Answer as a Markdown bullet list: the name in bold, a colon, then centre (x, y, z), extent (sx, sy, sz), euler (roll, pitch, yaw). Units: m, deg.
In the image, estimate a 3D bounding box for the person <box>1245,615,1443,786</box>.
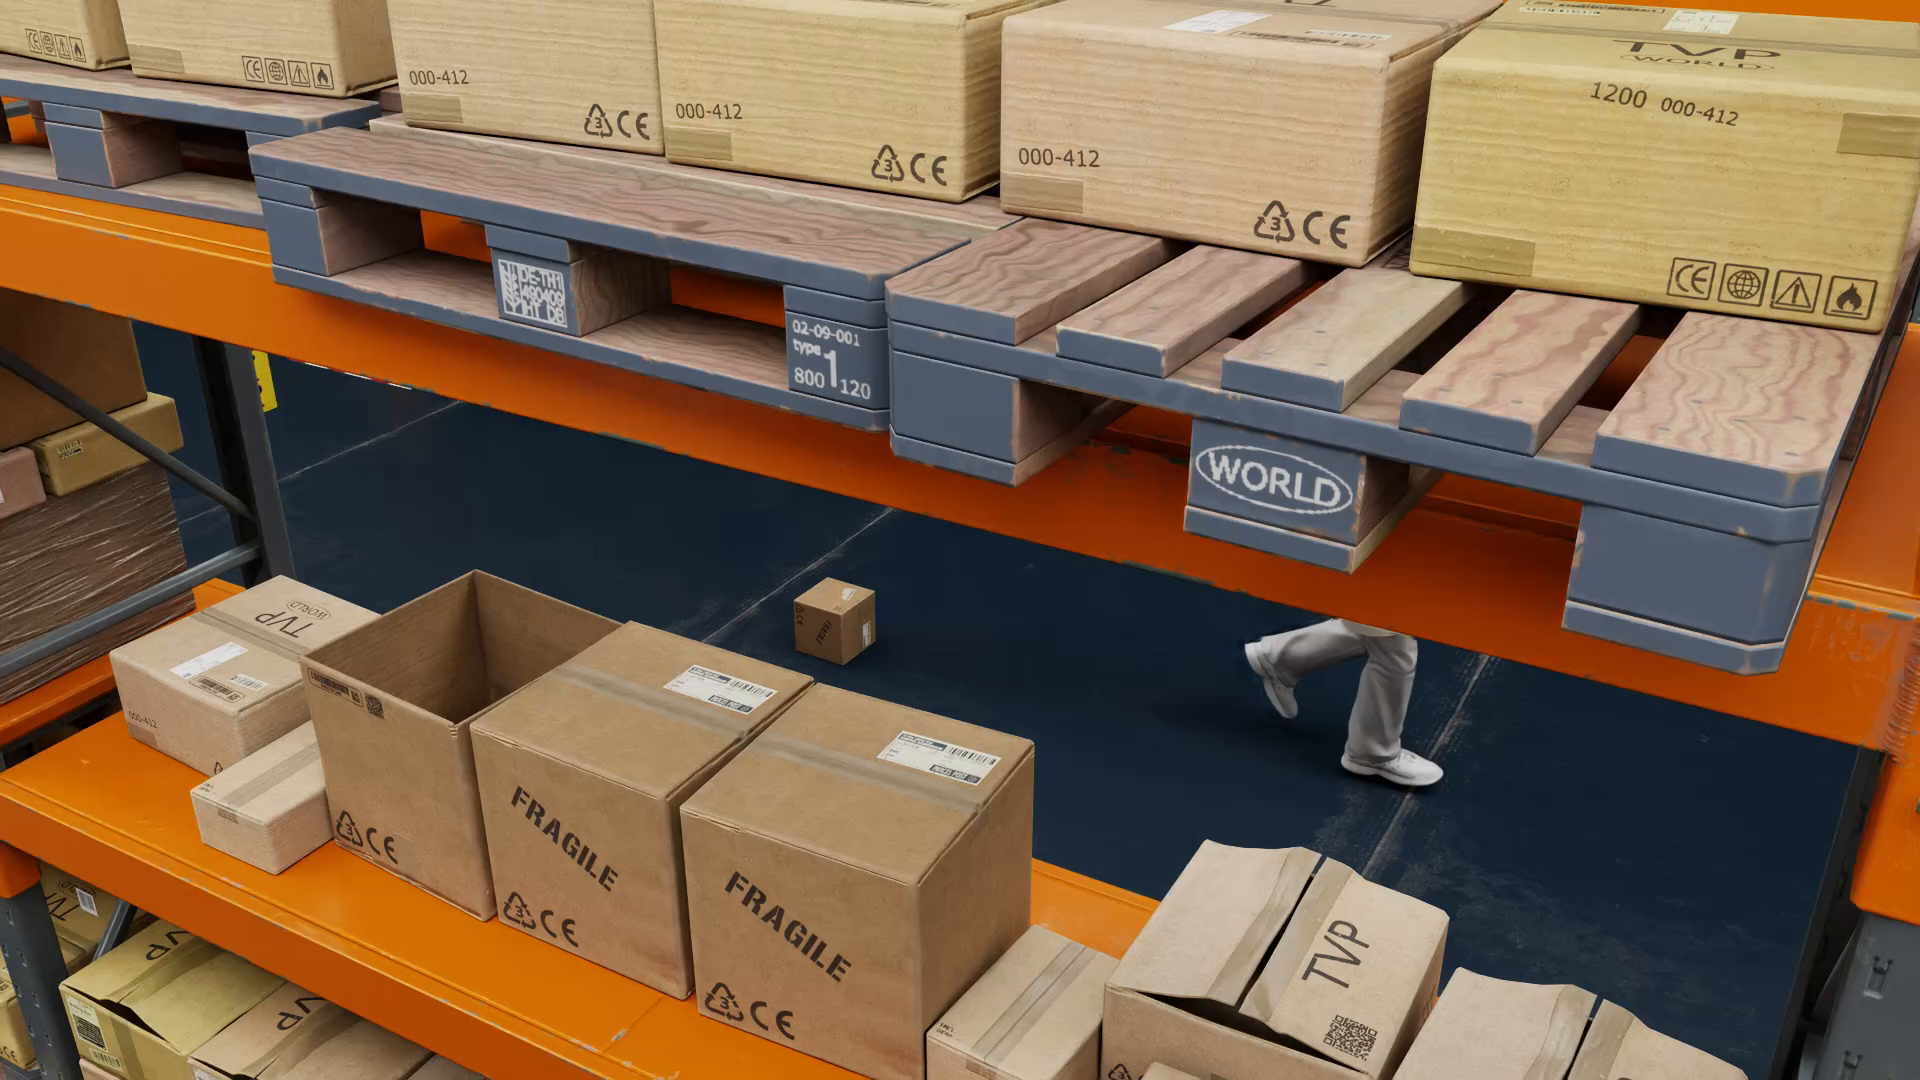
- **person**: centre (1.448, 0.034, 6.010), extent (0.805, 1.754, 0.588), euler (10, 28, 20)
